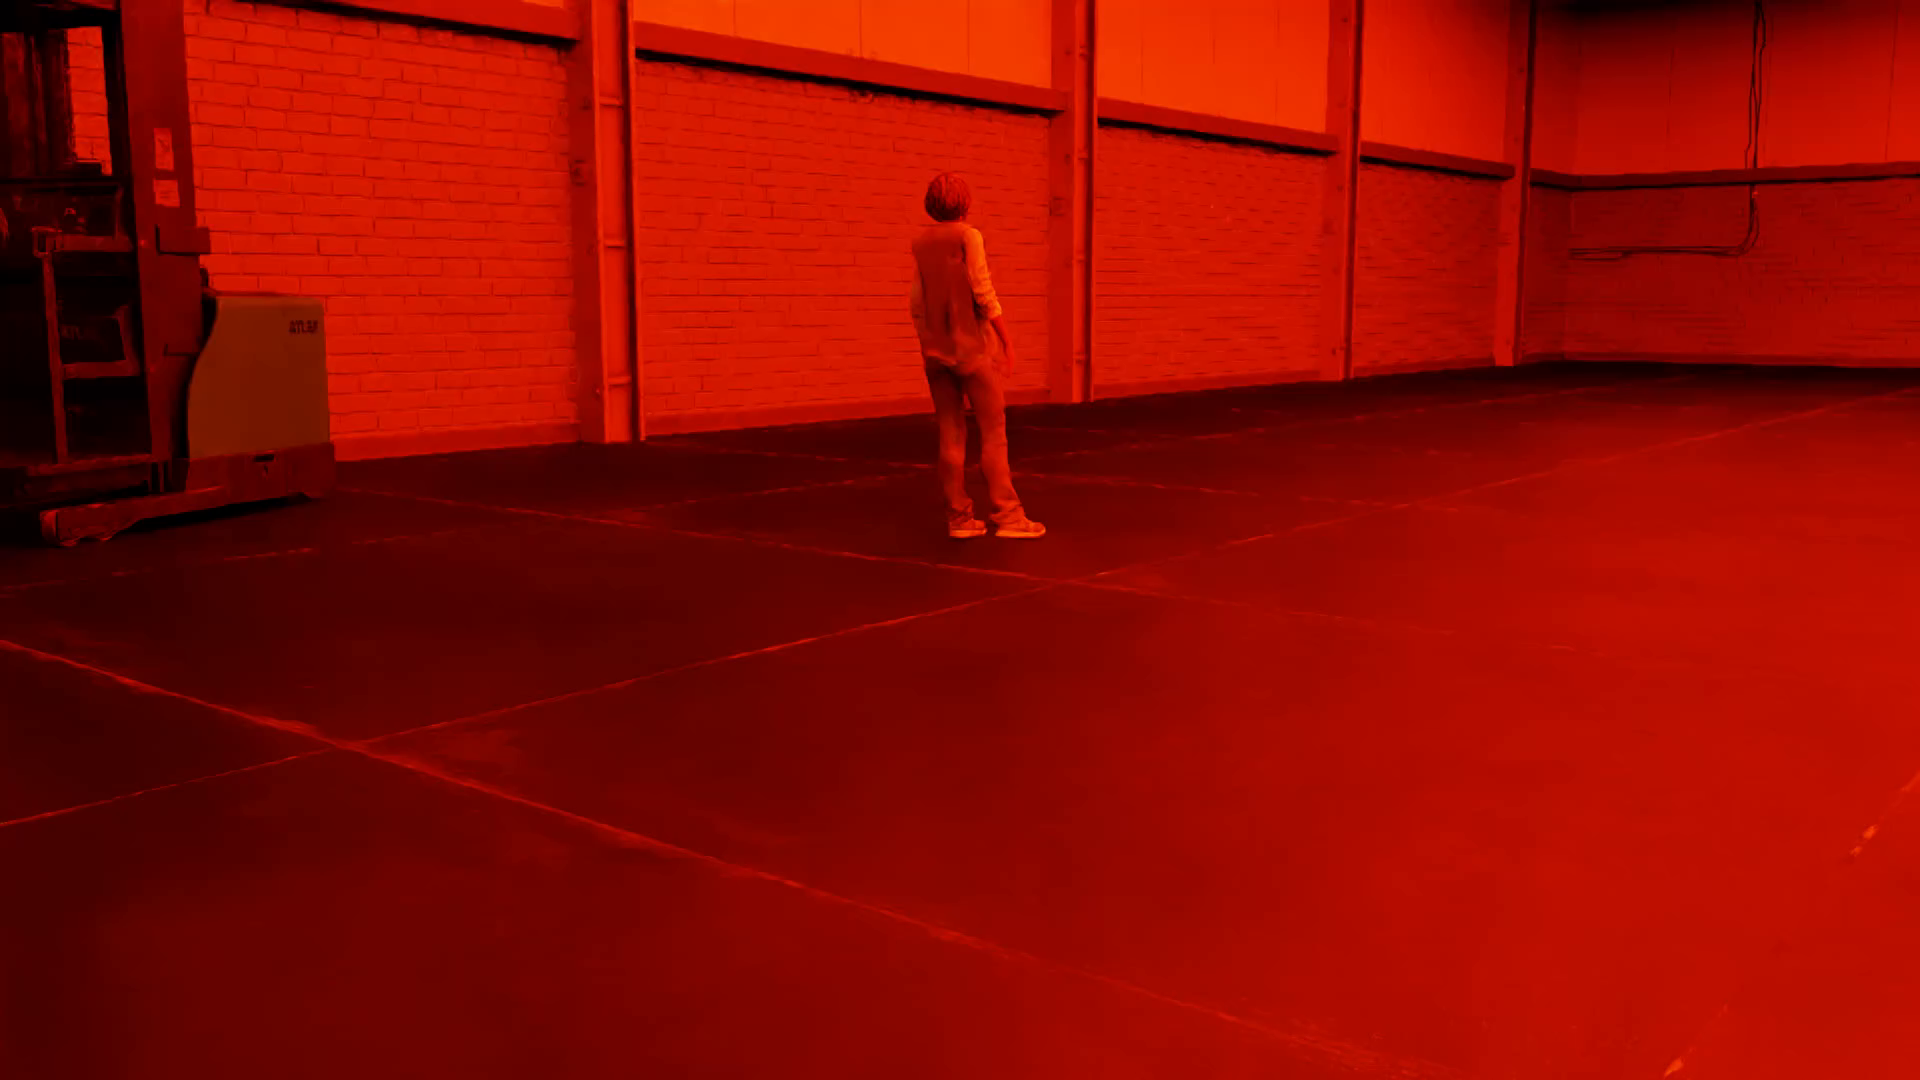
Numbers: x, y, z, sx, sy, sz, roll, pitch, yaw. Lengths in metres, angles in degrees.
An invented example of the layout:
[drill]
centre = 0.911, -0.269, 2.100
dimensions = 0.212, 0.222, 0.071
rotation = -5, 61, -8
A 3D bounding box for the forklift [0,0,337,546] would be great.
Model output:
[forklift]
centre = -4.273, -1.486, 7.436
dimensions = 1.130, 2.935, 3.031
rotation = 3, 9, 19

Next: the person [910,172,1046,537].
[person]
centre = 0.057, -0.804, 7.337
dimensions = 0.521, 1.597, 0.474
rotation = 7, 11, 38
